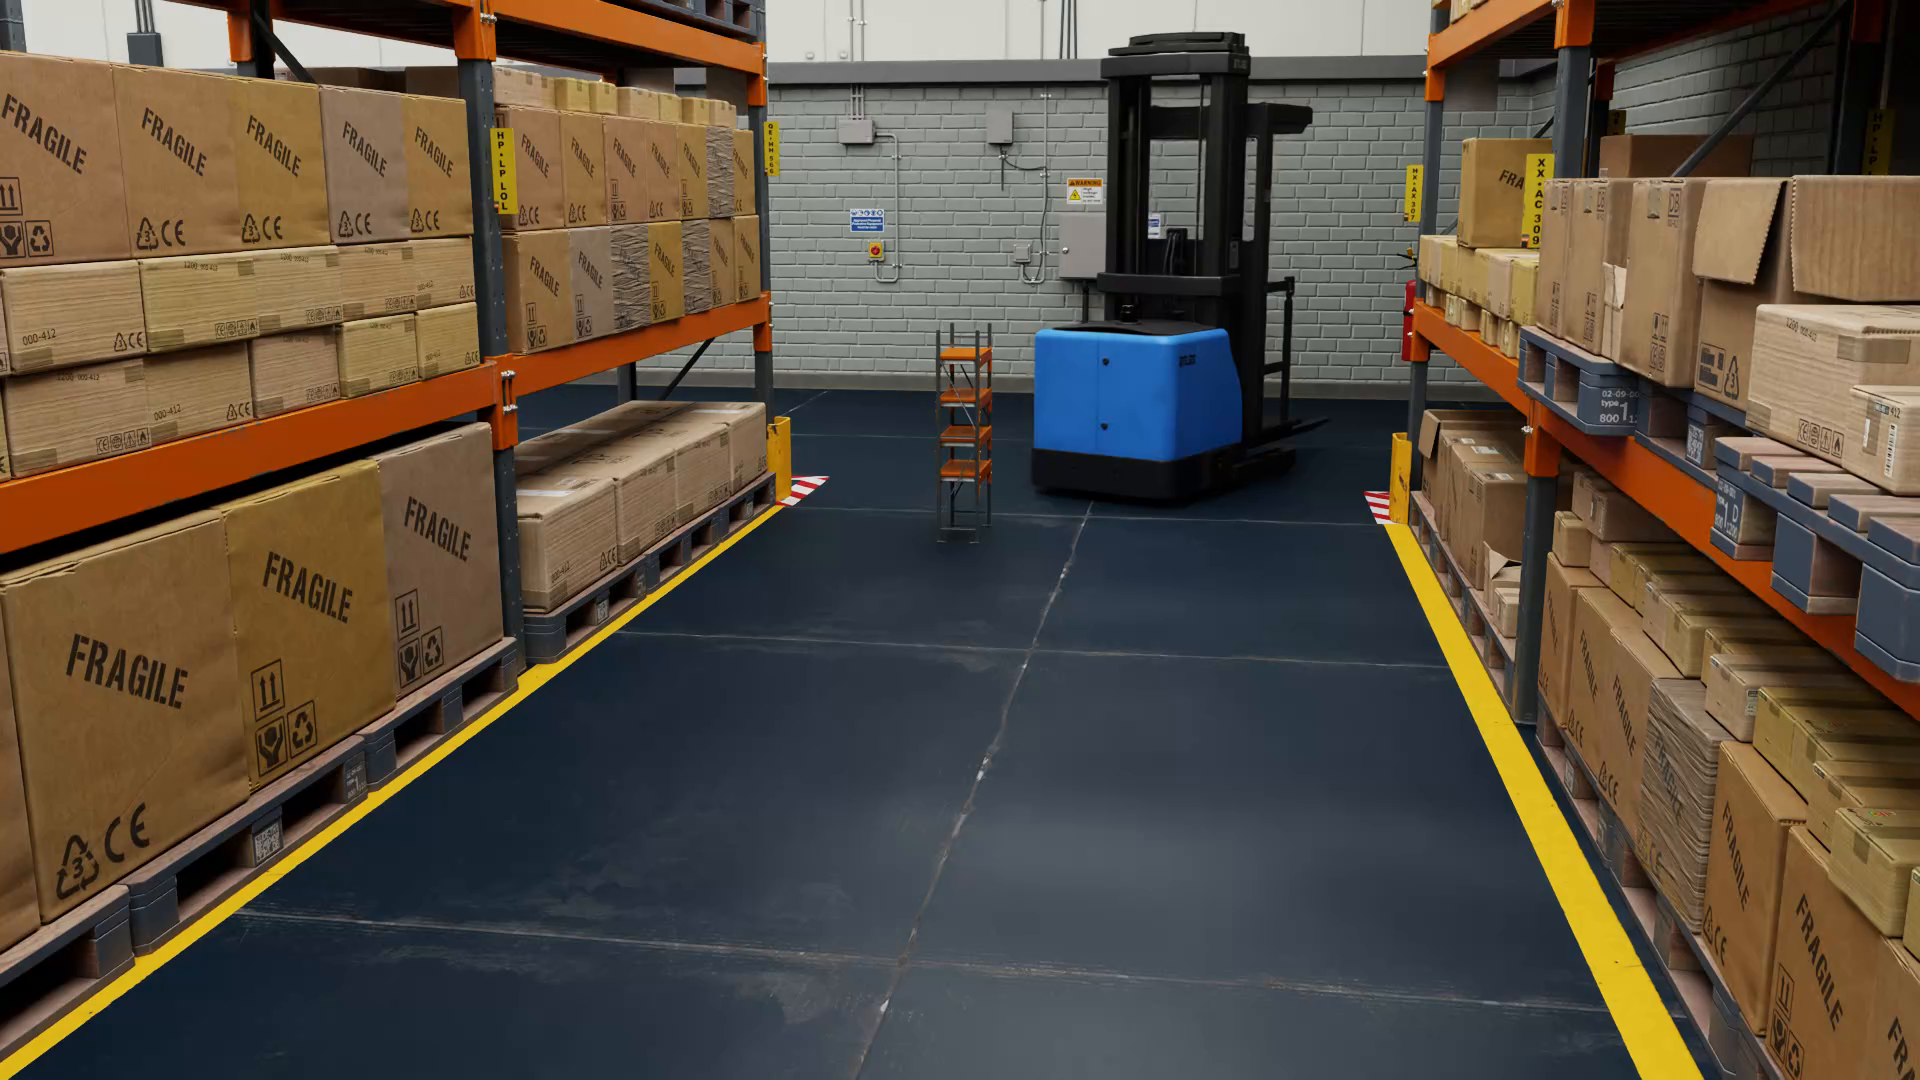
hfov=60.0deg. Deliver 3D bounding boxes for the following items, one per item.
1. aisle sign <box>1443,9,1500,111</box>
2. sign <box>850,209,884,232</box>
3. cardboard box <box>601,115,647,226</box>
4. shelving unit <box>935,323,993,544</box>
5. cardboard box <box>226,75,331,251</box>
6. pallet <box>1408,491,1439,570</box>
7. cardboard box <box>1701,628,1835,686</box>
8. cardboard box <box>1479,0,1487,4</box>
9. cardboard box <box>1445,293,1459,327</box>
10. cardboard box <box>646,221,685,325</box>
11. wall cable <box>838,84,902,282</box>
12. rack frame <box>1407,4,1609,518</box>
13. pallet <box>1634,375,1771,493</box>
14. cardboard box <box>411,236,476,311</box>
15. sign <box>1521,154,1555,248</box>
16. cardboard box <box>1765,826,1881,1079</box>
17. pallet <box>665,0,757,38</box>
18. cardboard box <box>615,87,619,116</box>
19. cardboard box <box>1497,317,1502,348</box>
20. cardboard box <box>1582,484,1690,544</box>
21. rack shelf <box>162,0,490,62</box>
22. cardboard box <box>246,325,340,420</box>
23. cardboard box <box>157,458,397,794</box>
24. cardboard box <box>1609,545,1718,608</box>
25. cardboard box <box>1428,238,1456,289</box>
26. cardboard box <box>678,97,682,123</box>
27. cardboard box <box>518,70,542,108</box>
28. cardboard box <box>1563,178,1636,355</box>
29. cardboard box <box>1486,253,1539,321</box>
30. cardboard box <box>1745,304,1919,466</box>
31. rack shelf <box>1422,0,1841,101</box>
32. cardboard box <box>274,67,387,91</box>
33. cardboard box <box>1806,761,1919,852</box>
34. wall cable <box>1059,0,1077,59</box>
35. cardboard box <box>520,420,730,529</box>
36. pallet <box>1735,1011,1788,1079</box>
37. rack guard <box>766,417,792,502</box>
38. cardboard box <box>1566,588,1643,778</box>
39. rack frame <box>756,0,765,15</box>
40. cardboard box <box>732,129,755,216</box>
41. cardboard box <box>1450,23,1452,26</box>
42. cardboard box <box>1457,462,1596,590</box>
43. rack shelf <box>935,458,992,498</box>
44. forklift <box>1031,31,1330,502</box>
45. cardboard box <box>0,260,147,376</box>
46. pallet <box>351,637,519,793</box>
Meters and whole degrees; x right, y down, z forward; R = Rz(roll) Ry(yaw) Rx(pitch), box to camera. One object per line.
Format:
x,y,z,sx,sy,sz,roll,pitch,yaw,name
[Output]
2.925,-2.890,9.614,0.394,0.787,0.004,2,12,9,aisle sign
-0.894,-3.077,16.009,0.327,0.218,0.001,2,12,9,sign
-1.829,-1.763,7.945,0.500,0.500,0.500,2,12,10,cardboard box
0.025,-0.621,9.527,0.258,1.200,0.503,2,12,9,shelving unit
-2.306,-1.147,5.084,0.500,0.500,0.500,2,12,10,cardboard box
3.072,-0.051,9.228,1.003,0.211,1.213,2,12,9,pallet
2.120,0.334,4.223,0.380,0.149,0.250,2,12,9,cardboard box
2.561,-2.512,7.508,0.380,0.149,0.250,2,12,10,cardboard box
2.636,-1.147,8.291,0.380,0.149,0.250,2,12,7,cardboard box
-1.741,-1.376,8.523,0.500,0.500,0.500,2,12,10,cardboard box
-0.856,-3.442,15.860,0.585,1.953,0.123,2,12,9,wall cable
3.205,-1.596,9.778,1.000,3.000,0.127,2,12,9,rack frame
2.269,-0.242,3.950,1.003,0.211,1.213,2,12,9,pallet
-2.143,-0.995,6.158,0.500,0.250,0.500,2,12,9,cardboard box
2.052,-1.202,5.897,0.100,0.325,0.005,2,12,9,sign
1.914,0.887,3.192,0.500,0.500,0.500,2,12,8,cardboard box
-1.804,-3.024,9.496,1.003,0.211,1.213,2,12,9,pallet
-1.864,-2.103,7.980,0.380,0.149,0.250,2,12,8,cardboard box
2.491,-0.878,7.045,0.380,0.149,0.250,2,12,10,cardboard box
2.279,-0.087,5.469,0.380,0.149,0.250,1,12,6,cardboard box
-2.623,-1.621,4.485,1.077,0.370,4.000,2,12,9,rack shelf
-2.311,-0.538,5.225,0.500,0.250,0.500,2,12,7,cardboard box
-2.463,0.230,5.352,0.875,0.875,0.875,2,12,10,cardboard box
2.277,0.116,5.230,0.380,0.149,0.250,1,12,6,cardboard box
2.792,-1.477,8.878,0.500,0.250,0.500,2,12,9,cardboard box
-1.719,-2.316,8.970,0.380,0.149,0.250,2,12,8,cardboard box
-1.987,-1.889,6.988,0.380,0.149,0.250,2,12,9,cardboard box
2.215,-0.816,4.926,0.700,0.500,0.500,2,12,9,cardboard box
2.489,-1.054,6.913,0.500,0.250,0.500,2,12,9,cardboard box
1.817,-0.292,3.090,0.500,0.250,0.500,1,12,6,cardboard box
2.897,-2.294,7.606,1.077,0.370,4.000,2,12,9,rack shelf
-2.583,-1.852,6.818,0.380,0.149,0.250,2,12,7,cardboard box
1.896,0.547,3.232,0.380,0.149,0.250,1,12,7,cardboard box
2.386,-5.777,14.850,2.988,3.039,0.133,2,12,9,wall cable
-1.835,-0.377,9.208,0.875,0.438,0.875,2,12,10,cardboard box
2.127,1.279,3.060,1.003,0.211,1.213,2,12,9,pallet
-1.697,-0.539,10.807,1.175,0.500,0.348,2,12,9,rack guard
2.221,0.458,5.184,0.500,0.500,0.500,2,12,8,cardboard box
-1.700,-4.688,9.889,1.000,3.000,0.127,2,12,9,rack frame
-1.539,-2.185,9.903,0.500,0.500,0.500,2,12,11,cardboard box
2.926,-2.880,9.215,0.380,0.149,0.250,2,12,10,cardboard box
2.688,-0.062,7.598,0.700,0.500,0.500,1,12,7,cardboard box
0.025,-0.361,9.583,0.258,0.148,0.480,2,12,9,rack shelf
1.714,-1.929,11.488,1.130,2.935,3.031,8,15,34,forklift
-2.439,-0.570,4.187,0.500,0.250,0.500,2,12,8,cardboard box
-2.360,0.603,6.194,1.003,0.211,1.213,2,12,9,pallet
